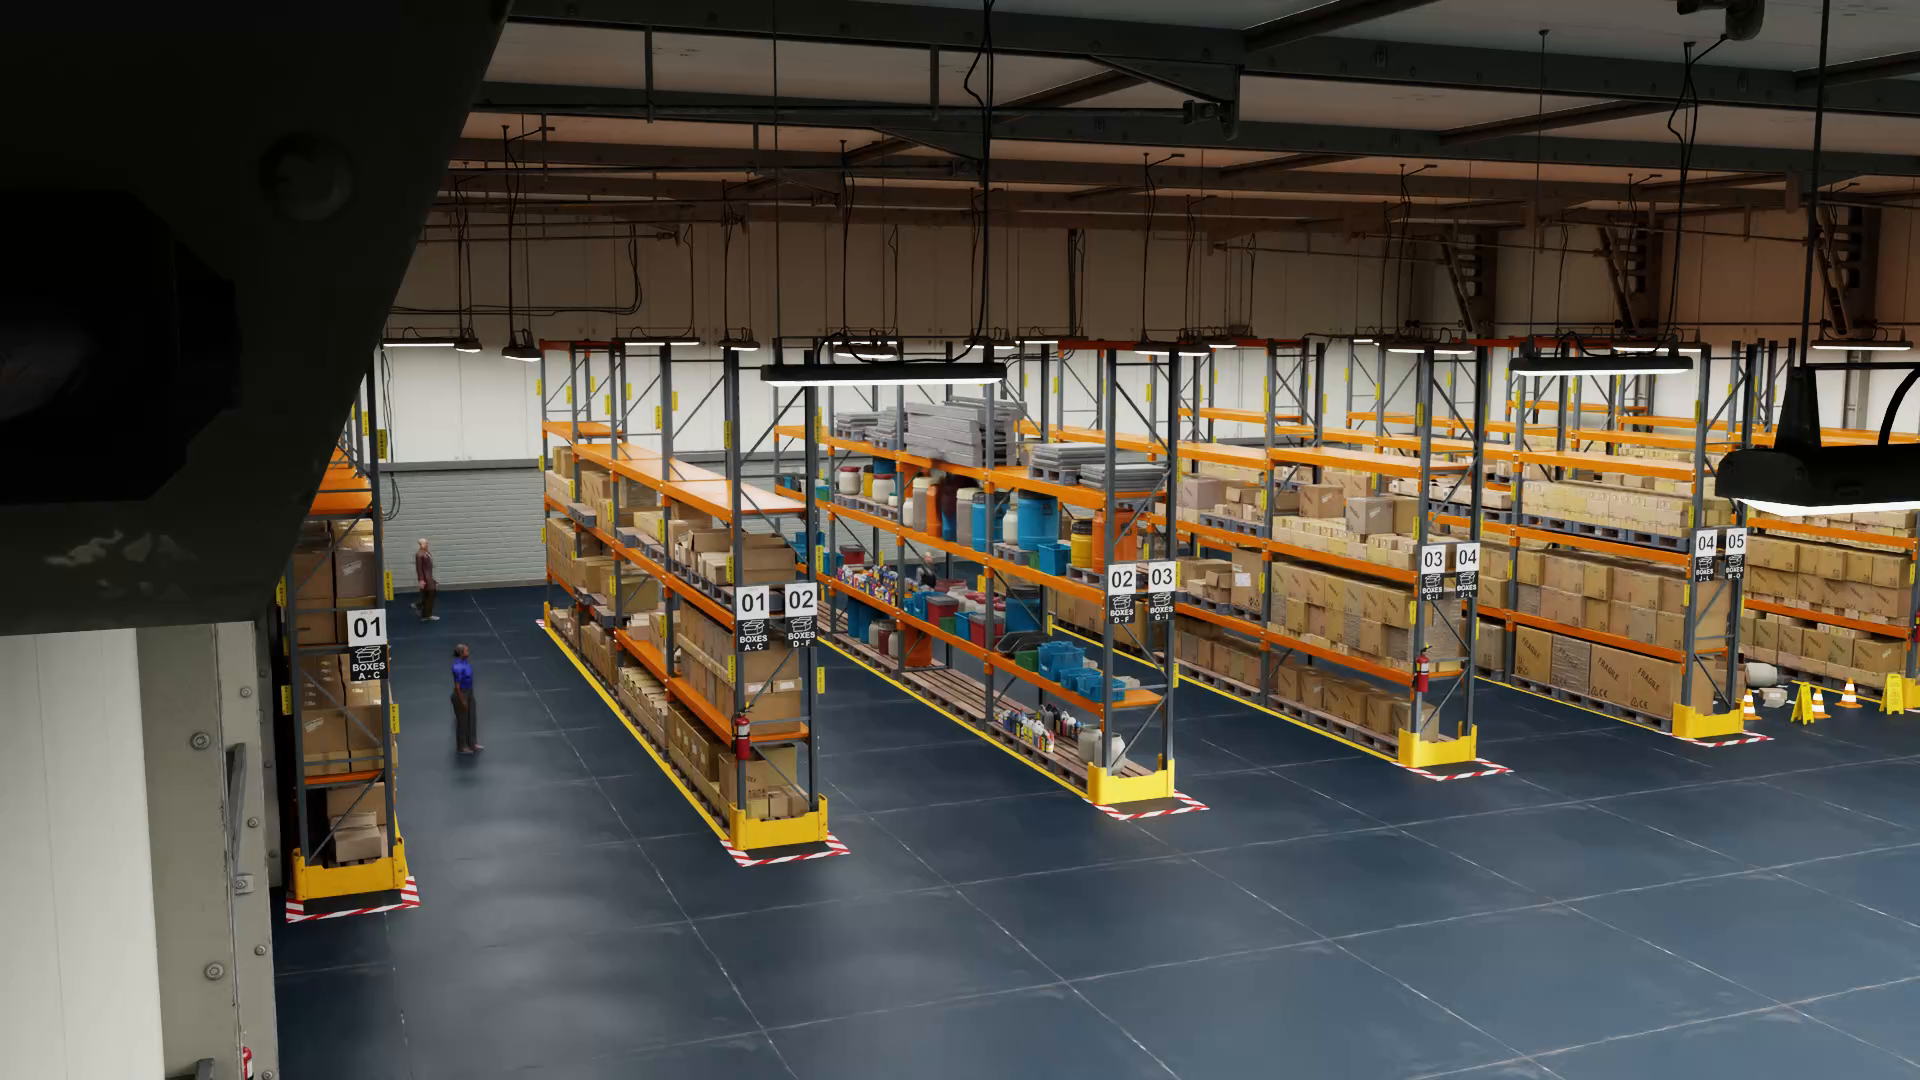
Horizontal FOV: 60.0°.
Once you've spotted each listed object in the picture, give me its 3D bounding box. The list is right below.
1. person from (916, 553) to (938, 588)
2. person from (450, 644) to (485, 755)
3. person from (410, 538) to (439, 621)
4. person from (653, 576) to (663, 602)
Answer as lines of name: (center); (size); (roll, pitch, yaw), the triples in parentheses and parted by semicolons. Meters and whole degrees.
person: (-0.600, 1.093, 33.826); (0.624, 1.662, 1.037); (-7, 10, -41)
person: (-7.310, 2.337, 24.561); (0.366, 1.654, 0.501); (2, 8, 16)
person: (-11.409, 0.839, 35.365); (0.583, 1.762, 0.635); (-3, 8, -19)
person: (-6.845, 0.636, 37.071); (0.731, 1.751, 0.574); (-2, 8, -14)
